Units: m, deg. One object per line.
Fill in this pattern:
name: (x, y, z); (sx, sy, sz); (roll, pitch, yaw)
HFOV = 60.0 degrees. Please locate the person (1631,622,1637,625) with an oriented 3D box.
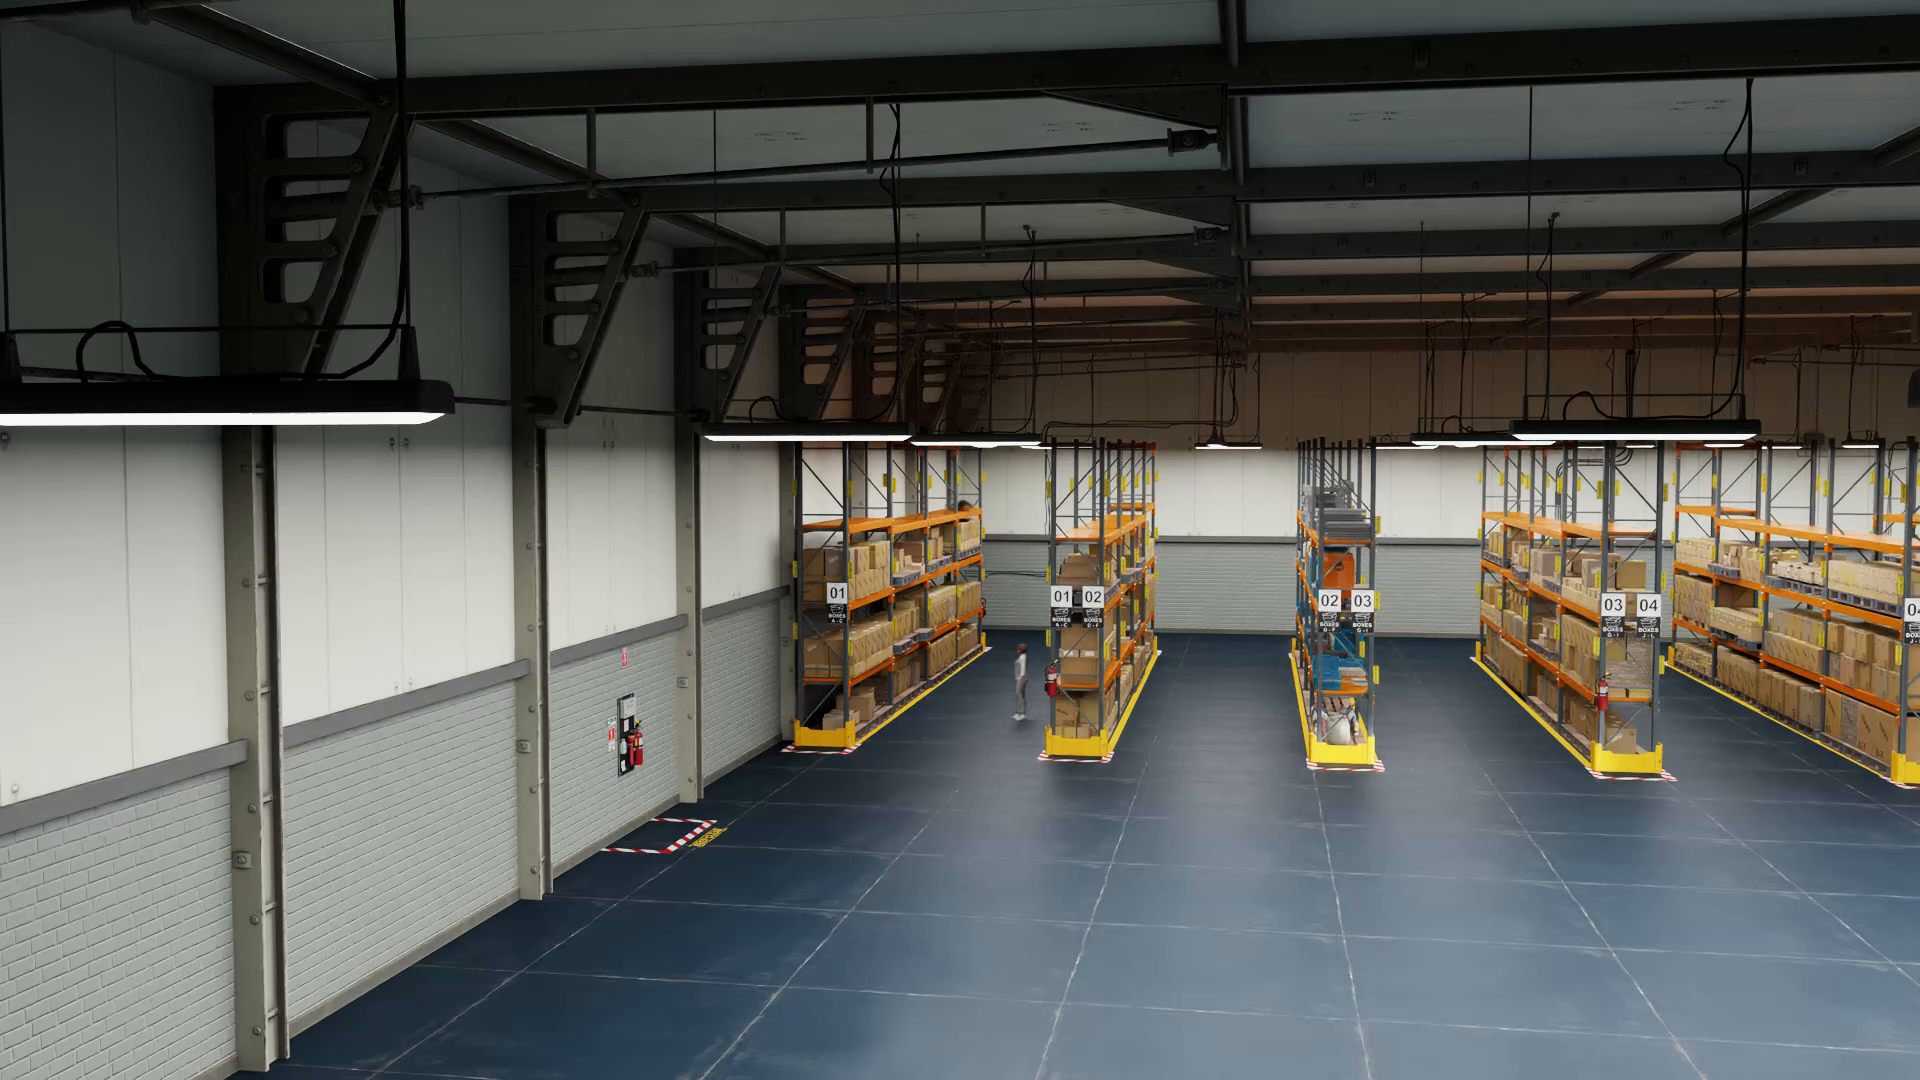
person: (17.850, 2.498, 44.047); (0.509, 1.727, 1.069); (1, 3, 15)

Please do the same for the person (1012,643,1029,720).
person: (1.319, 3.036, 35.748); (0.327, 1.626, 0.515); (1, 3, 11)
